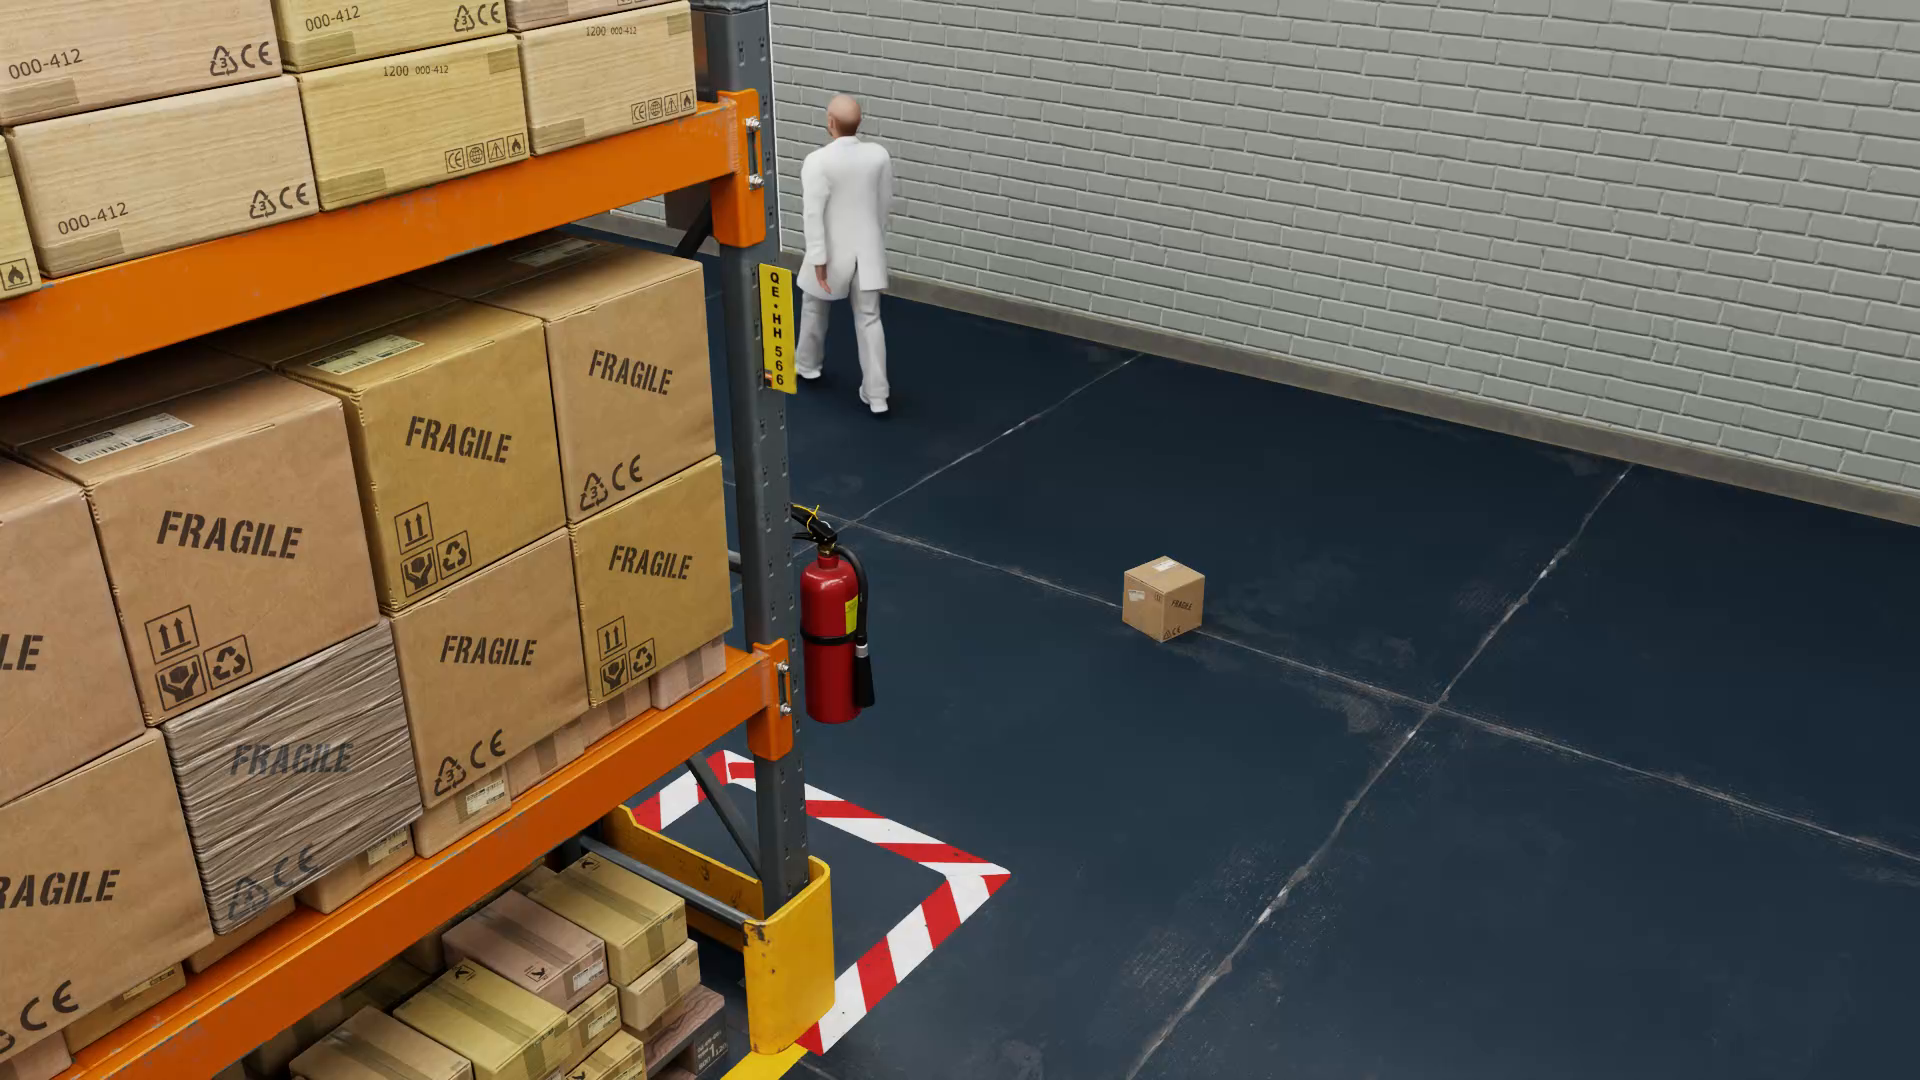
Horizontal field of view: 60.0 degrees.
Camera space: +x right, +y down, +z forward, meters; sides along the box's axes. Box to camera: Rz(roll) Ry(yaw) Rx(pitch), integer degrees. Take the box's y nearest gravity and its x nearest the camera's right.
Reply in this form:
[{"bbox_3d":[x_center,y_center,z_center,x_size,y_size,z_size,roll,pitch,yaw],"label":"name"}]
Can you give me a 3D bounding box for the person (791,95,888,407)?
[{"bbox_3d":[-0.720,-1.686,9.487,0.576,1.723,1.098,-12,29,-22],"label":"person"}]
